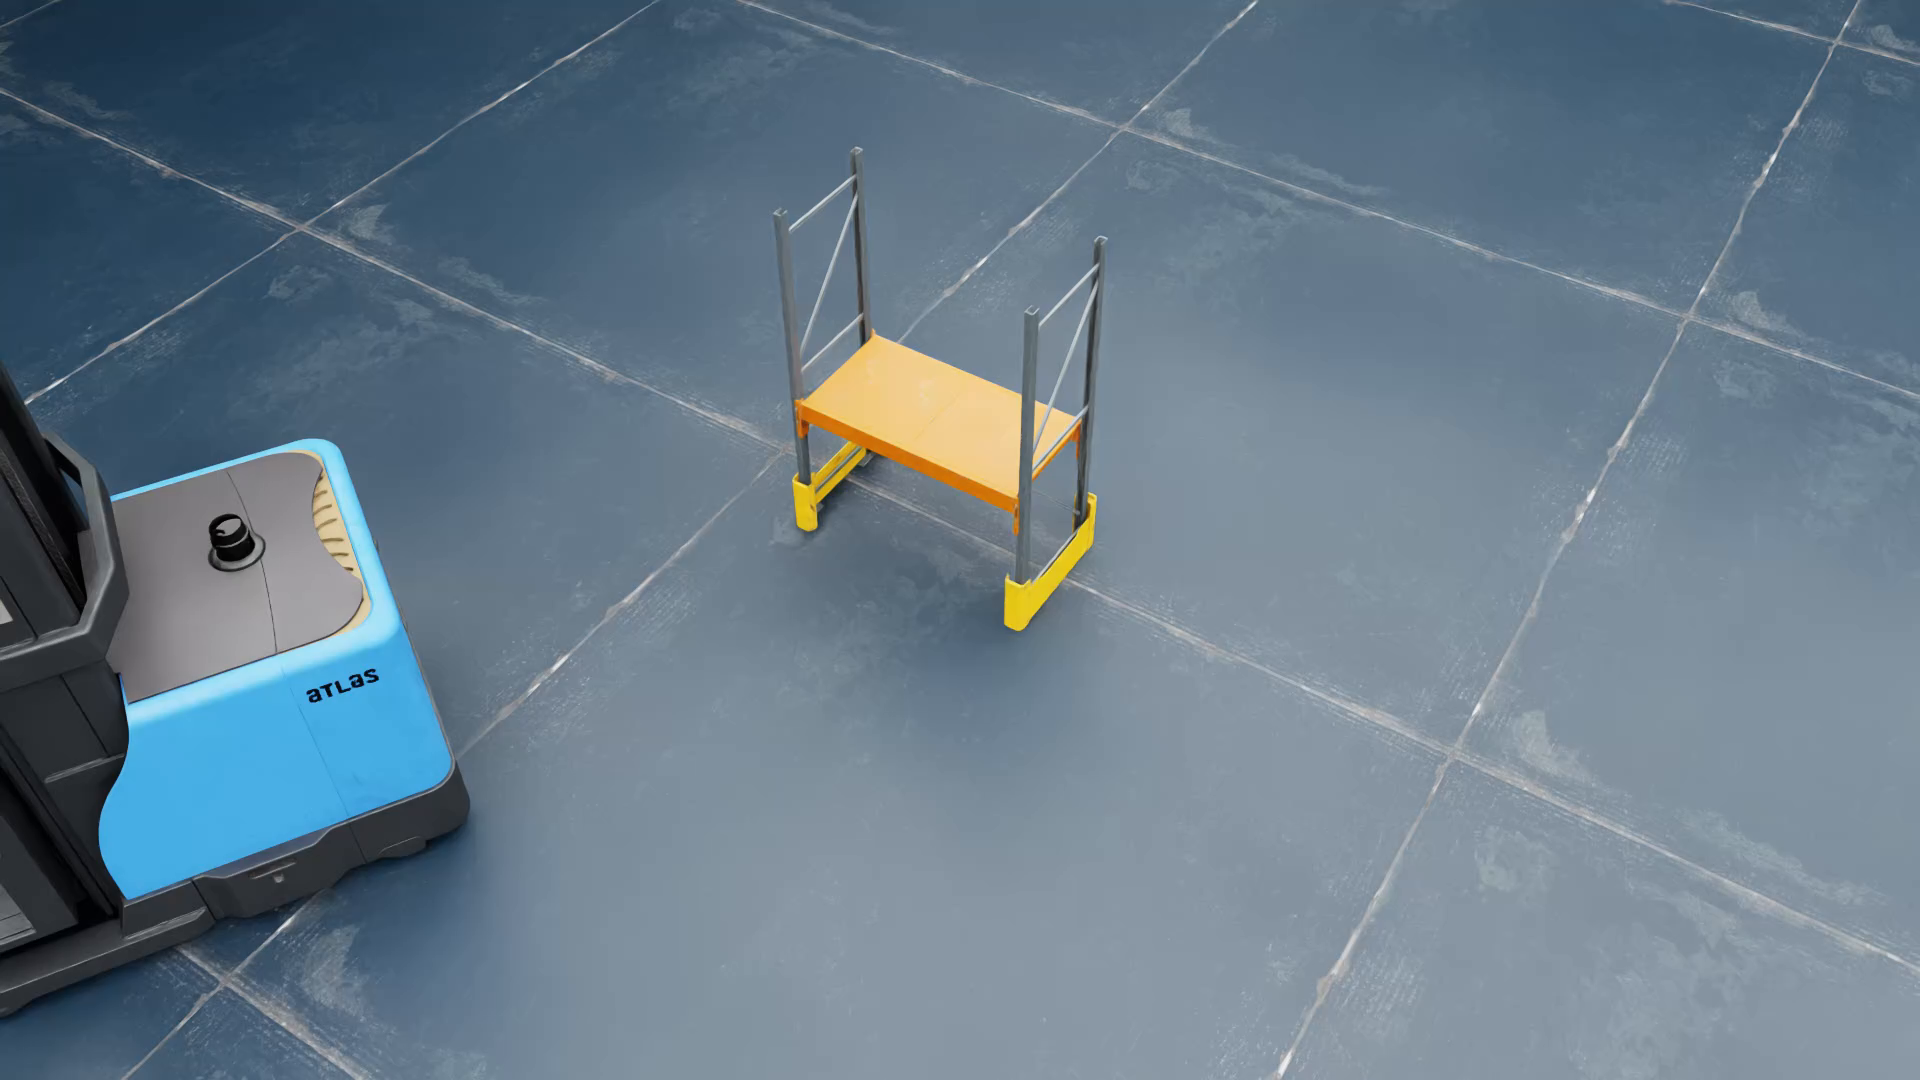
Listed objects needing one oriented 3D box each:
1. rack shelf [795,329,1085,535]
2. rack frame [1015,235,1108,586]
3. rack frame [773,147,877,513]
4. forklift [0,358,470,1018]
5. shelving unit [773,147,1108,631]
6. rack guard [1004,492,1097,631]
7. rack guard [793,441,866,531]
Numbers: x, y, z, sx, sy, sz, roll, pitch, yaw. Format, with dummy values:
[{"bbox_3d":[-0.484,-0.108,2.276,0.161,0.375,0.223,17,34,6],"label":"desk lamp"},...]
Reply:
[{"bbox_3d":[-0.072,-0.430,6.373,1.000,0.185,0.538,25,51,22],"label":"rack shelf"},{"bbox_3d":[0.356,-0.359,6.053,0.032,1.500,0.500,25,51,22],"label":"rack frame"},{"bbox_3d":[-0.500,-0.753,6.435,0.032,1.500,0.500,25,51,22],"label":"rack frame"},{"bbox_3d":[-3.246,0.144,4.566,3.031,2.935,1.130,-20,49,-18],"label":"forklift"},{"bbox_3d":[-0.064,-0.552,6.241,1.083,1.500,0.587,25,51,22],"label":"shelving unit"},{"bbox_3d":[0.355,0.076,6.502,0.087,0.250,0.587,25,51,22],"label":"rack guard"},{"bbox_3d":[-0.483,-0.309,6.876,0.087,0.250,0.587,25,51,22],"label":"rack guard"}]
